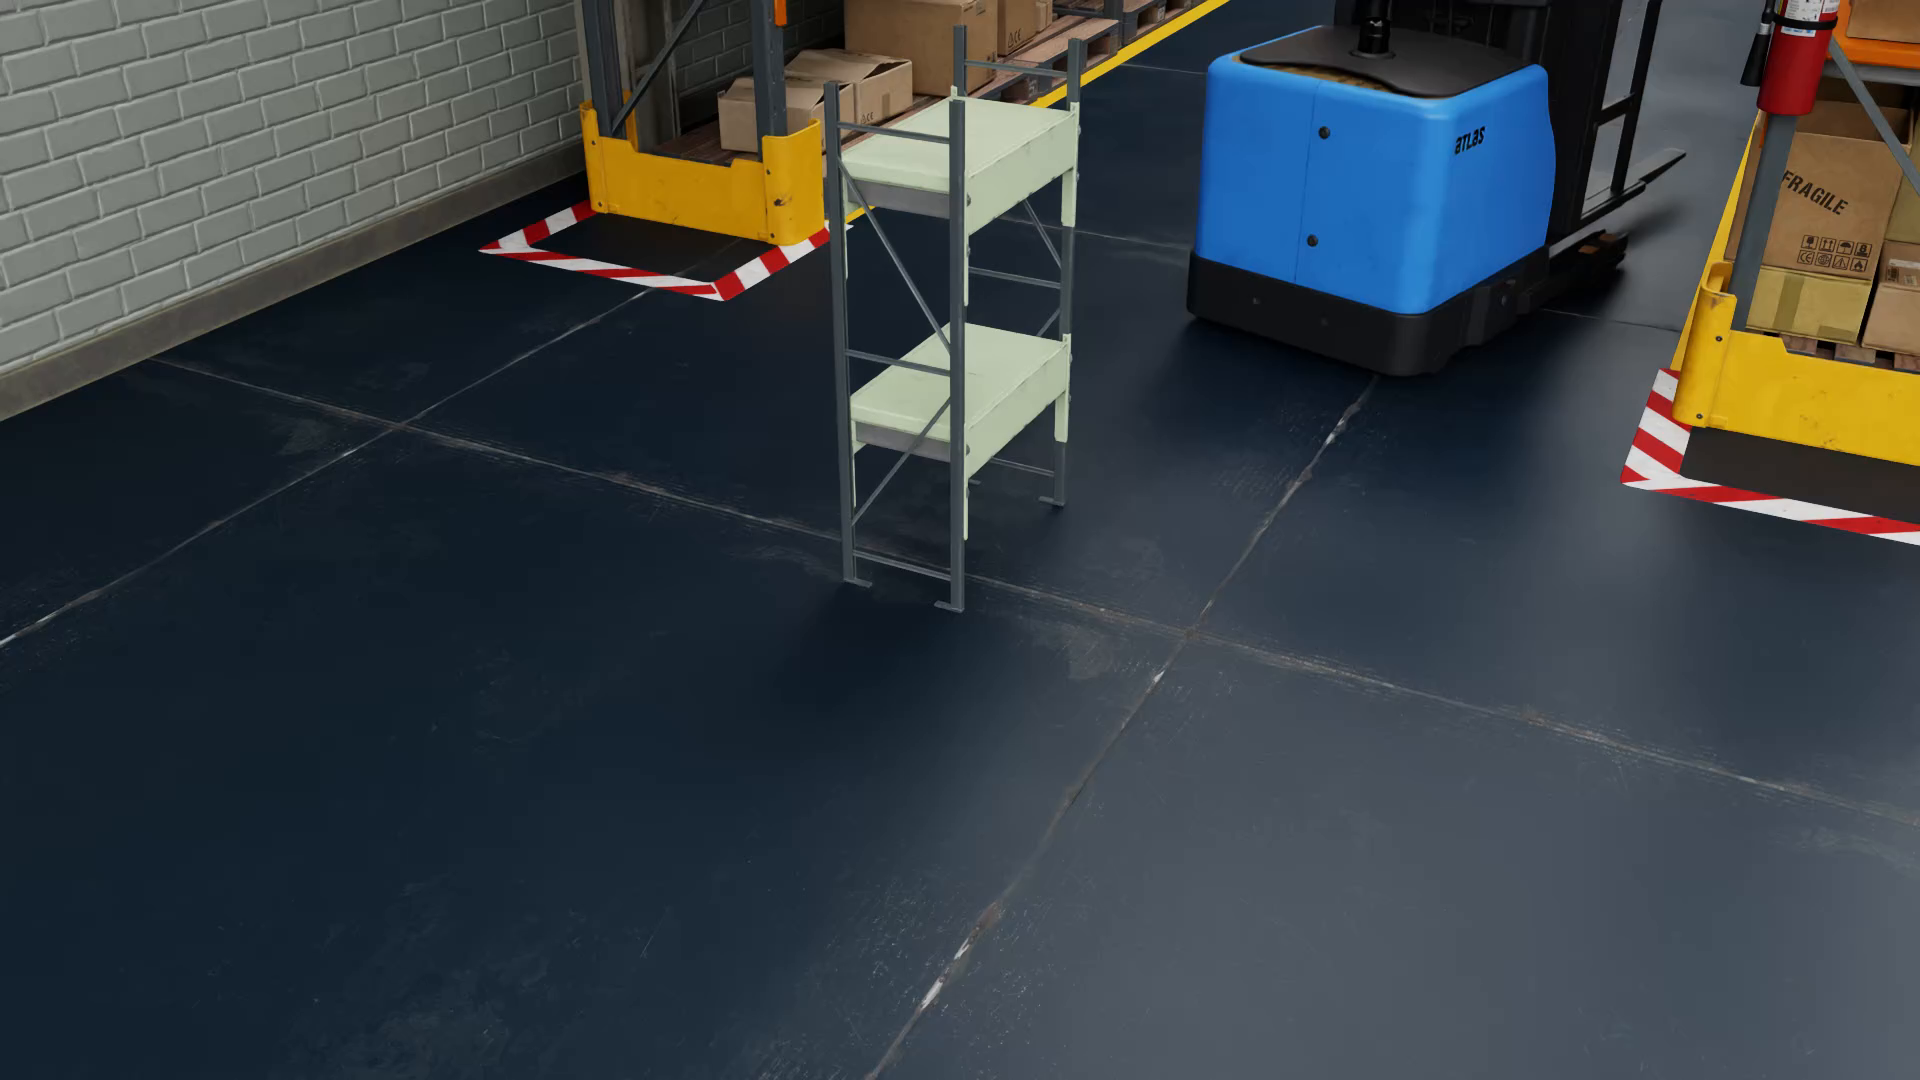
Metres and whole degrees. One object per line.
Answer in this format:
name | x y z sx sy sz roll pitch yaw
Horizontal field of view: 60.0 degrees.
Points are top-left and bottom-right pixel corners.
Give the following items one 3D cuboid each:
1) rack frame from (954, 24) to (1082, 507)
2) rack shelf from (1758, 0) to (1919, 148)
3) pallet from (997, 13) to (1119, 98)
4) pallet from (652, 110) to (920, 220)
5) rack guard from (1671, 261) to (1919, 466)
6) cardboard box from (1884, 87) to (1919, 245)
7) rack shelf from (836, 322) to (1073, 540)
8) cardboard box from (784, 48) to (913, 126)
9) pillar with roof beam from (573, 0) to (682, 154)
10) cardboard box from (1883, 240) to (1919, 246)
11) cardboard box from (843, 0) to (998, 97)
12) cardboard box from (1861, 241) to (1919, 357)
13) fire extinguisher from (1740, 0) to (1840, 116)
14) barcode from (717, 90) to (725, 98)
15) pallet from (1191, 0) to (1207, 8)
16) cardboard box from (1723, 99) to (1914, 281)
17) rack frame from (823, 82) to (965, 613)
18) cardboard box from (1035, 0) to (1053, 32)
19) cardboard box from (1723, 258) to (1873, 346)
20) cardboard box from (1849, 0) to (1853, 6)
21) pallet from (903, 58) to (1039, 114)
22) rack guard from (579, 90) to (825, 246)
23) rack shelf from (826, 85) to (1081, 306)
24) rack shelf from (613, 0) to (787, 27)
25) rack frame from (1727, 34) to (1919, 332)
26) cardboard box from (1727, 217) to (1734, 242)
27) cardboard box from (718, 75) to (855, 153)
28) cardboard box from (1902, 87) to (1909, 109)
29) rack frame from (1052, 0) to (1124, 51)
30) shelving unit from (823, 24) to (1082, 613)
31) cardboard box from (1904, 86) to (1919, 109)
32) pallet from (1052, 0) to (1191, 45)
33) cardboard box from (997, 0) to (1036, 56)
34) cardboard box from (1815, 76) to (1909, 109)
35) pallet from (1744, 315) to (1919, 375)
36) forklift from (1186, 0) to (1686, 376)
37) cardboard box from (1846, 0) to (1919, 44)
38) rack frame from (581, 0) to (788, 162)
rack frame | 0.164 -0.810 5.154 0.400 1.500 0.023 14 33 23
rack shelf | 4.077 -2.259 6.895 1.077 0.370 4.000 14 33 23
pallet | 0.302 -3.065 10.375 1.003 0.211 1.213 14 33 23
pallet | -0.809 -1.983 8.492 1.003 0.211 1.213 14 33 23
rack guard | 3.155 -0.590 5.775 1.175 0.500 0.348 14 33 23
cardboard box | 3.835 -1.409 6.278 0.500 0.500 0.500 14 33 23
rack shelf | -0.003 -0.365 5.034 0.431 0.370 0.720 14 33 23
cardboard box | -0.590 -2.371 8.624 0.500 0.311 0.500 17 34 27
pillar with roof beam | 2.136 -4.938 4.813 9.100 9.000 0.400 14 33 23
cardboard box | 3.833 -1.084 6.465 0.500 0.250 0.500 14 33 23
cardboard box | -0.212 -2.766 9.124 0.700 0.500 0.500 12 32 20
cardboard box | 3.609 -0.862 6.078 0.500 0.250 0.500 14 33 23
fire extinguisher | 2.699 -1.704 5.283 0.296 0.674 0.183 14 33 23
barcode | -1.198 -2.221 8.354 0.001 0.075 0.075 14 33 23
pallet | 1.485 -4.259 12.455 1.003 0.211 1.213 14 33 23
cardboard box | 3.146 -1.305 6.096 0.500 0.500 0.500 14 33 23
rack frame | -0.170 -0.485 4.589 0.400 1.500 0.023 14 33 23
cardboard box | 0.360 -3.298 10.385 0.380 0.166 0.250 10 31 17
cardboard box | 3.147 -0.979 6.282 0.500 0.250 0.500 14 33 23
cardboard box | 3.625 -2.166 5.909 0.700 0.500 0.500 15 33 25
pallet | -0.252 -2.522 9.430 1.003 0.211 1.213 14 33 23
rack guard | -1.211 -1.756 7.807 1.175 0.500 0.348 14 33 23
rack shelf | -0.003 -0.986 4.677 0.431 0.370 0.720 14 33 23
rack shelf | -0.334 -3.381 8.849 1.077 0.370 4.000 14 33 23
rack frame | 3.166 -1.685 5.171 1.000 3.000 0.127 14 33 23
cardboard box | 3.365 -1.203 6.673 0.500 0.250 0.500 14 33 23
cardboard box | -0.850 -2.118 8.184 0.500 0.311 0.500 11 32 18
cardboard box | 4.294 -1.851 7.048 0.500 0.500 0.500 14 33 23
rack frame | 0.577 -4.580 10.213 1.000 3.000 0.127 14 33 23
shelving unit | -0.003 -0.647 4.871 0.431 1.500 0.755 14 33 23
cardboard box | 4.051 -1.633 6.669 0.500 0.500 0.500 14 33 23
pallet | 0.930 -3.716 11.509 1.003 0.211 1.213 14 33 23
cardboard box | 0.140 -3.218 9.909 0.500 0.500 0.500 12 32 20
cardboard box | 3.588 -1.751 6.874 0.500 0.500 0.500 14 33 23
pallet | 3.477 -0.824 6.473 1.003 0.211 1.213 14 33 23
forklift | 2.277 -2.526 6.706 1.130 2.935 3.031 24 38 36
cardboard box | 3.390 -1.932 5.502 0.700 0.500 0.500 14 33 23
rack frame | -1.245 -2.807 7.125 1.000 3.000 0.127 14 33 23
